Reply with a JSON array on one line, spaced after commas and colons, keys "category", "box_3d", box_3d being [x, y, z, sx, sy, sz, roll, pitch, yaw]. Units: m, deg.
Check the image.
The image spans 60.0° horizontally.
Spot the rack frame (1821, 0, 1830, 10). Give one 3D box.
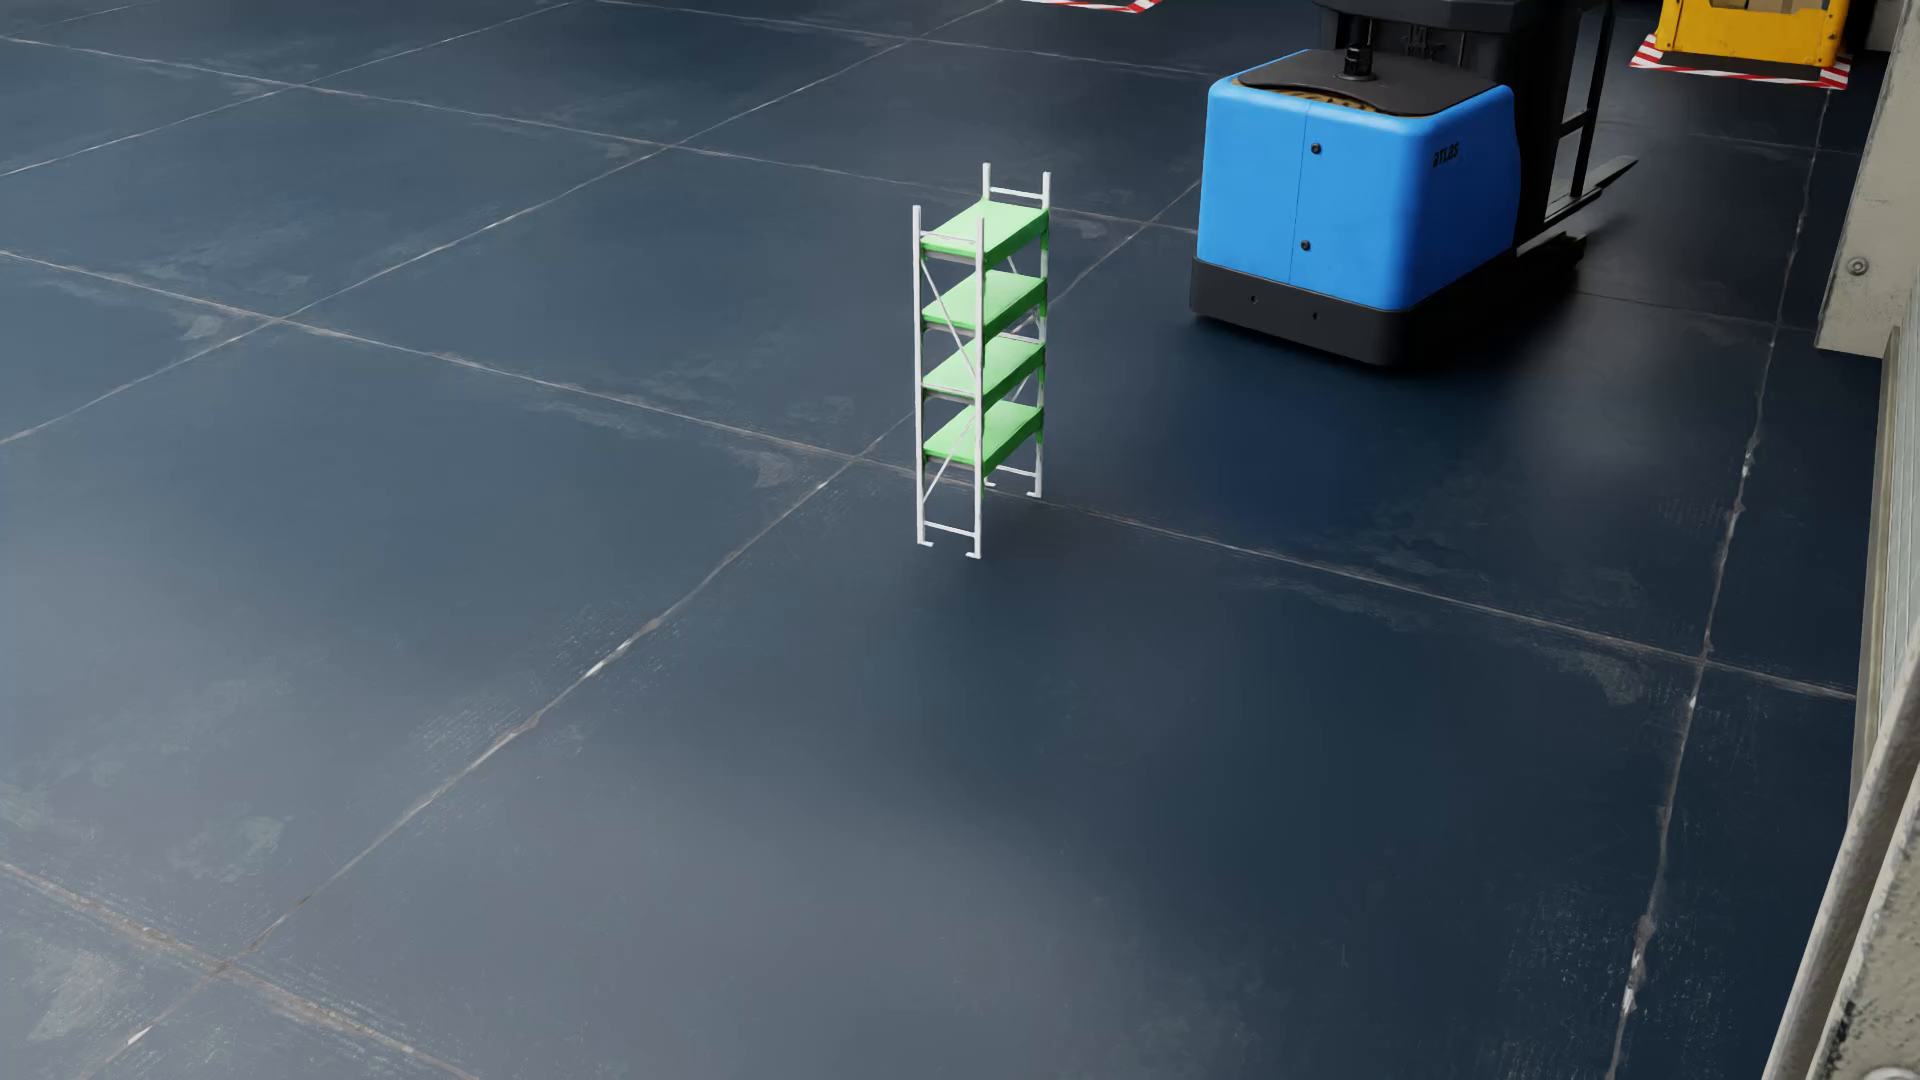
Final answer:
[{"category": "rack frame", "box_3d": [5.541, -4.747, 11.004, 1.000, 3.000, 0.127, 14, 33, 23]}]

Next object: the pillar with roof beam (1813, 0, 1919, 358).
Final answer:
[{"category": "pillar with roof beam", "box_3d": [0.095, -5.769, 6.760, 9.100, 9.000, 0.400, 14, 33, 23]}]

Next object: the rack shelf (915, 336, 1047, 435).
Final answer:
[{"category": "rack shelf", "box_3d": [0.075, -0.538, 5.611, 0.258, 0.148, 0.480, 14, 33, 23]}]

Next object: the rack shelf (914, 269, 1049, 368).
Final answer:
[{"category": "rack shelf", "box_3d": [0.075, -0.746, 5.491, 0.258, 0.148, 0.480, 14, 33, 23]}]

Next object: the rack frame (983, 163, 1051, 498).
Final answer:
[{"category": "rack frame", "box_3d": [0.187, -0.702, 5.767, 0.240, 1.200, 0.015, 14, 33, 23]}]

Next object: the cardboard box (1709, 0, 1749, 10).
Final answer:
[{"category": "cardboard box", "box_3d": [5.473, -4.016, 12.072, 0.500, 0.250, 0.500, 15, 33, 24]}]

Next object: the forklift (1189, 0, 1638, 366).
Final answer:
[{"category": "forklift", "box_3d": [2.363, -2.644, 7.411, 1.130, 2.935, 3.031, 23, 37, 34]}]

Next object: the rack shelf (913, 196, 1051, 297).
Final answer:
[{"category": "rack shelf", "box_3d": [0.075, -0.955, 5.372, 0.258, 0.148, 0.480, 14, 33, 23]}]

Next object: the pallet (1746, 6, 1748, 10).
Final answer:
[{"category": "pallet", "box_3d": [5.852, -3.886, 12.305, 1.003, 0.211, 1.213, 14, 33, 23]}]

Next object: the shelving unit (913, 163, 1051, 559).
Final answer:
[{"category": "shelving unit", "box_3d": [0.075, -0.594, 5.579, 0.258, 1.200, 0.503, 14, 33, 23]}]

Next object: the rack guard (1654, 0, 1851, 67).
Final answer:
[{"category": "rack guard", "box_3d": [5.530, -3.652, 11.608, 1.175, 0.500, 0.348, 14, 33, 23]}]

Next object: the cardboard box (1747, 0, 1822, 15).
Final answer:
[{"category": "cardboard box", "box_3d": [5.939, -3.910, 11.886, 0.500, 0.250, 0.500, 14, 33, 23]}]

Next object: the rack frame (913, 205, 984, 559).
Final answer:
[{"category": "rack frame", "box_3d": [-0.036, -0.486, 5.391, 0.240, 1.200, 0.015, 14, 33, 23]}]

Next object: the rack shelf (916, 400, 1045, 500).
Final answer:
[{"category": "rack shelf", "box_3d": [0.075, -0.330, 5.730, 0.258, 0.148, 0.480, 14, 33, 23]}]
